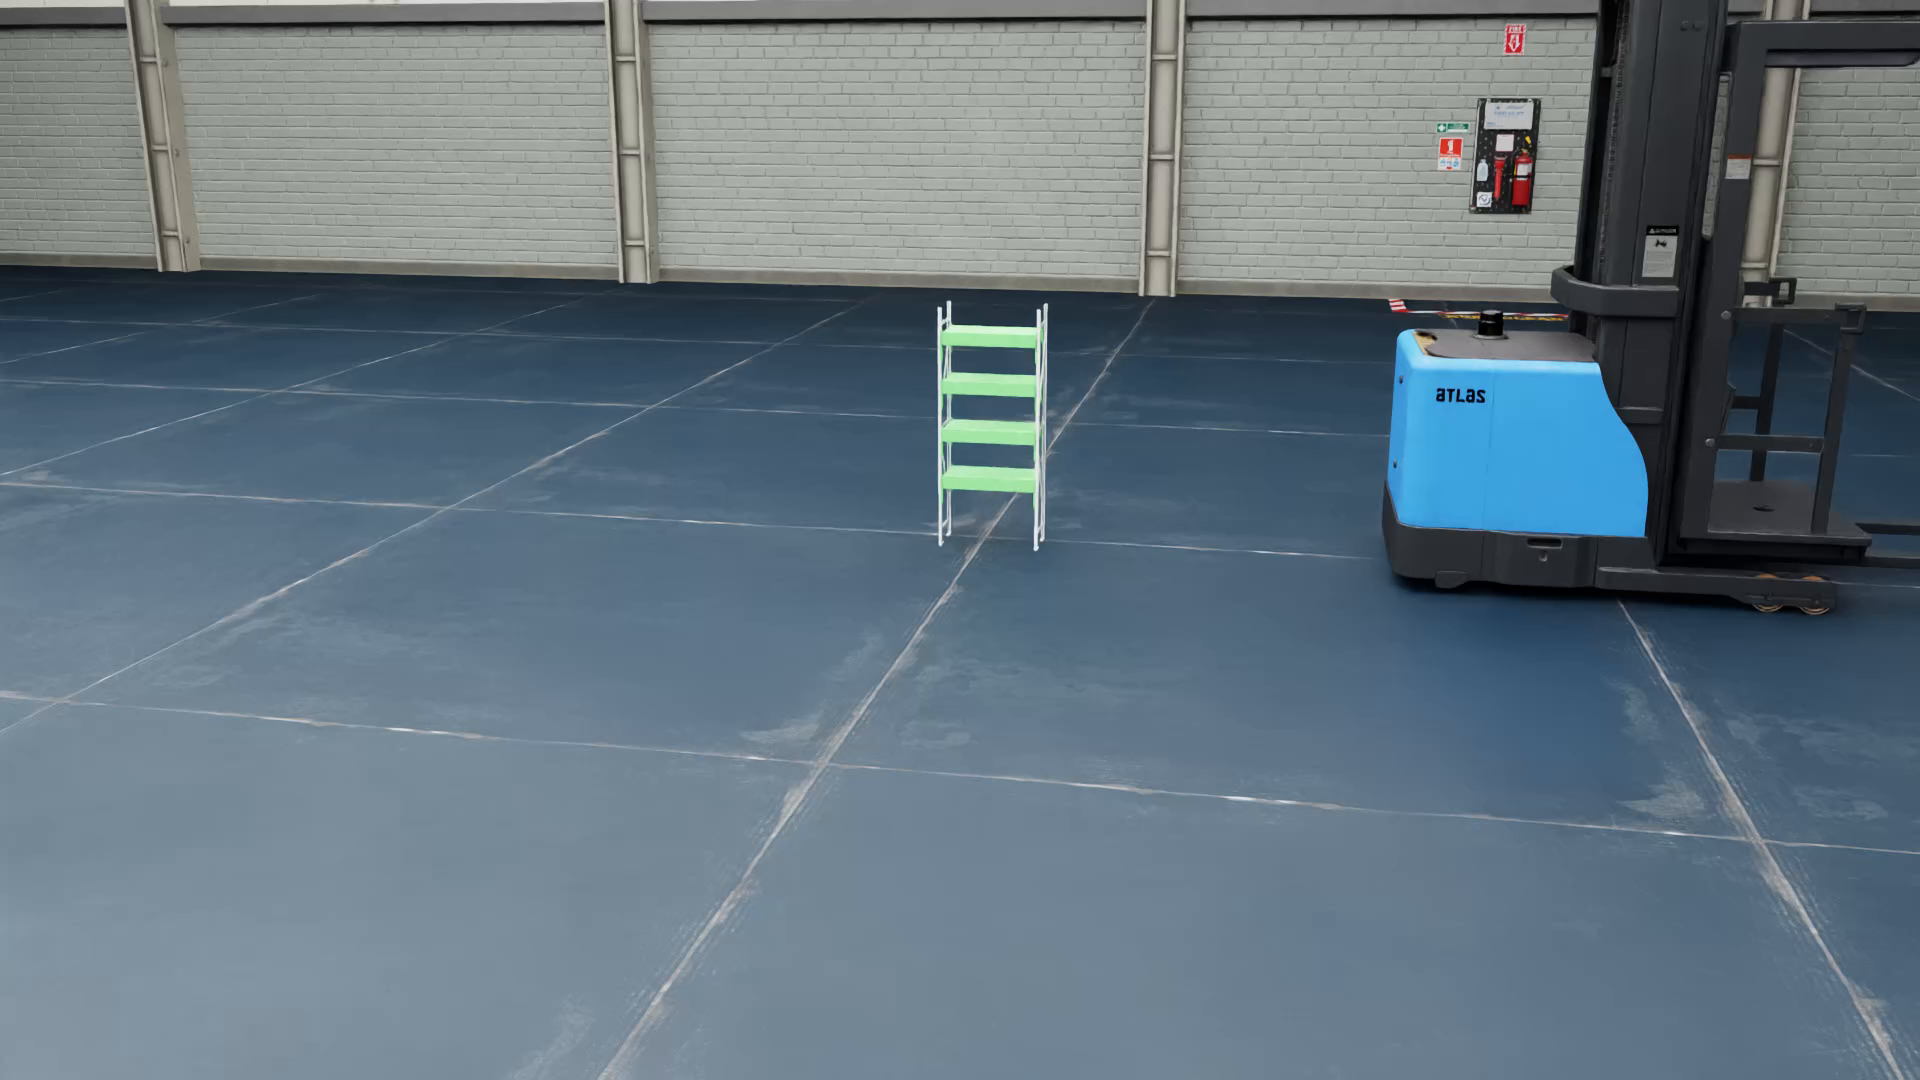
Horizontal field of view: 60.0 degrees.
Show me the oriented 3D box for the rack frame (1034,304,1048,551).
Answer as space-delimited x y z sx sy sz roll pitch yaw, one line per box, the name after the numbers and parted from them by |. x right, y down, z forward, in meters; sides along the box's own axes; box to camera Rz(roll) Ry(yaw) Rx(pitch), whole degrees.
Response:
0.401 -0.556 8.253 0.015 1.200 0.240 3 16 11 | rack frame

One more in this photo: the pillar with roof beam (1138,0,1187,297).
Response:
1.304 -5.890 12.899 0.400 9.000 9.100 3 16 11 | pillar with roof beam

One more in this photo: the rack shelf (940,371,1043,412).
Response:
0.162 -0.739 8.253 0.480 0.148 0.258 3 16 11 | rack shelf

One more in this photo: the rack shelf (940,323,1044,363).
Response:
0.162 -0.970 8.189 0.480 0.148 0.258 3 16 11 | rack shelf

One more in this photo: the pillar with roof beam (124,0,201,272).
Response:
-10.455 -6.529 15.203 0.400 9.000 9.100 3 16 11 | pillar with roof beam

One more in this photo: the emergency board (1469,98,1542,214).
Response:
5.628 -3.947 17.124 0.643 1.169 0.194 3 16 11 | emergency board

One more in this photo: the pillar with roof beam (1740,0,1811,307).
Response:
7.184 -5.571 11.747 0.400 9.000 9.100 3 16 11 | pillar with roof beam

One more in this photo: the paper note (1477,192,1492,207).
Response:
5.468 -3.550 17.340 0.142 0.148 0.016 3 16 11 | paper note

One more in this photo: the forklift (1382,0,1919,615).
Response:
3.572 -1.238 7.473 3.031 2.935 1.130 3 16 10 | forklift

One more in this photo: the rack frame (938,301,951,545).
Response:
-0.077 -0.582 8.347 0.015 1.200 0.240 3 16 11 | rack frame

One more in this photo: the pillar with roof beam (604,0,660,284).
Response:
-4.575 -6.209 14.051 0.400 9.000 9.100 3 16 11 | pillar with roof beam

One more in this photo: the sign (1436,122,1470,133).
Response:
5.109 -4.274 17.242 0.331 0.109 0.001 3 16 11 | sign

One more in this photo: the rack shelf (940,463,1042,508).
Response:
0.162 -0.277 8.381 0.480 0.148 0.258 3 16 11 | rack shelf

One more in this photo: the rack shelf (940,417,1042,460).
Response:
0.162 -0.508 8.317 0.480 0.148 0.258 3 16 11 | rack shelf

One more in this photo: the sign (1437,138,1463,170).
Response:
5.107 -4.021 17.322 0.234 0.329 0.001 3 16 11 | sign

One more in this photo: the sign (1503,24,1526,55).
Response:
5.640 -5.091 16.910 0.199 0.298 0.001 3 16 11 | sign

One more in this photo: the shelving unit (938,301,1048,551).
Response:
0.162 -0.569 8.300 0.503 1.200 0.258 3 16 11 | shelving unit
